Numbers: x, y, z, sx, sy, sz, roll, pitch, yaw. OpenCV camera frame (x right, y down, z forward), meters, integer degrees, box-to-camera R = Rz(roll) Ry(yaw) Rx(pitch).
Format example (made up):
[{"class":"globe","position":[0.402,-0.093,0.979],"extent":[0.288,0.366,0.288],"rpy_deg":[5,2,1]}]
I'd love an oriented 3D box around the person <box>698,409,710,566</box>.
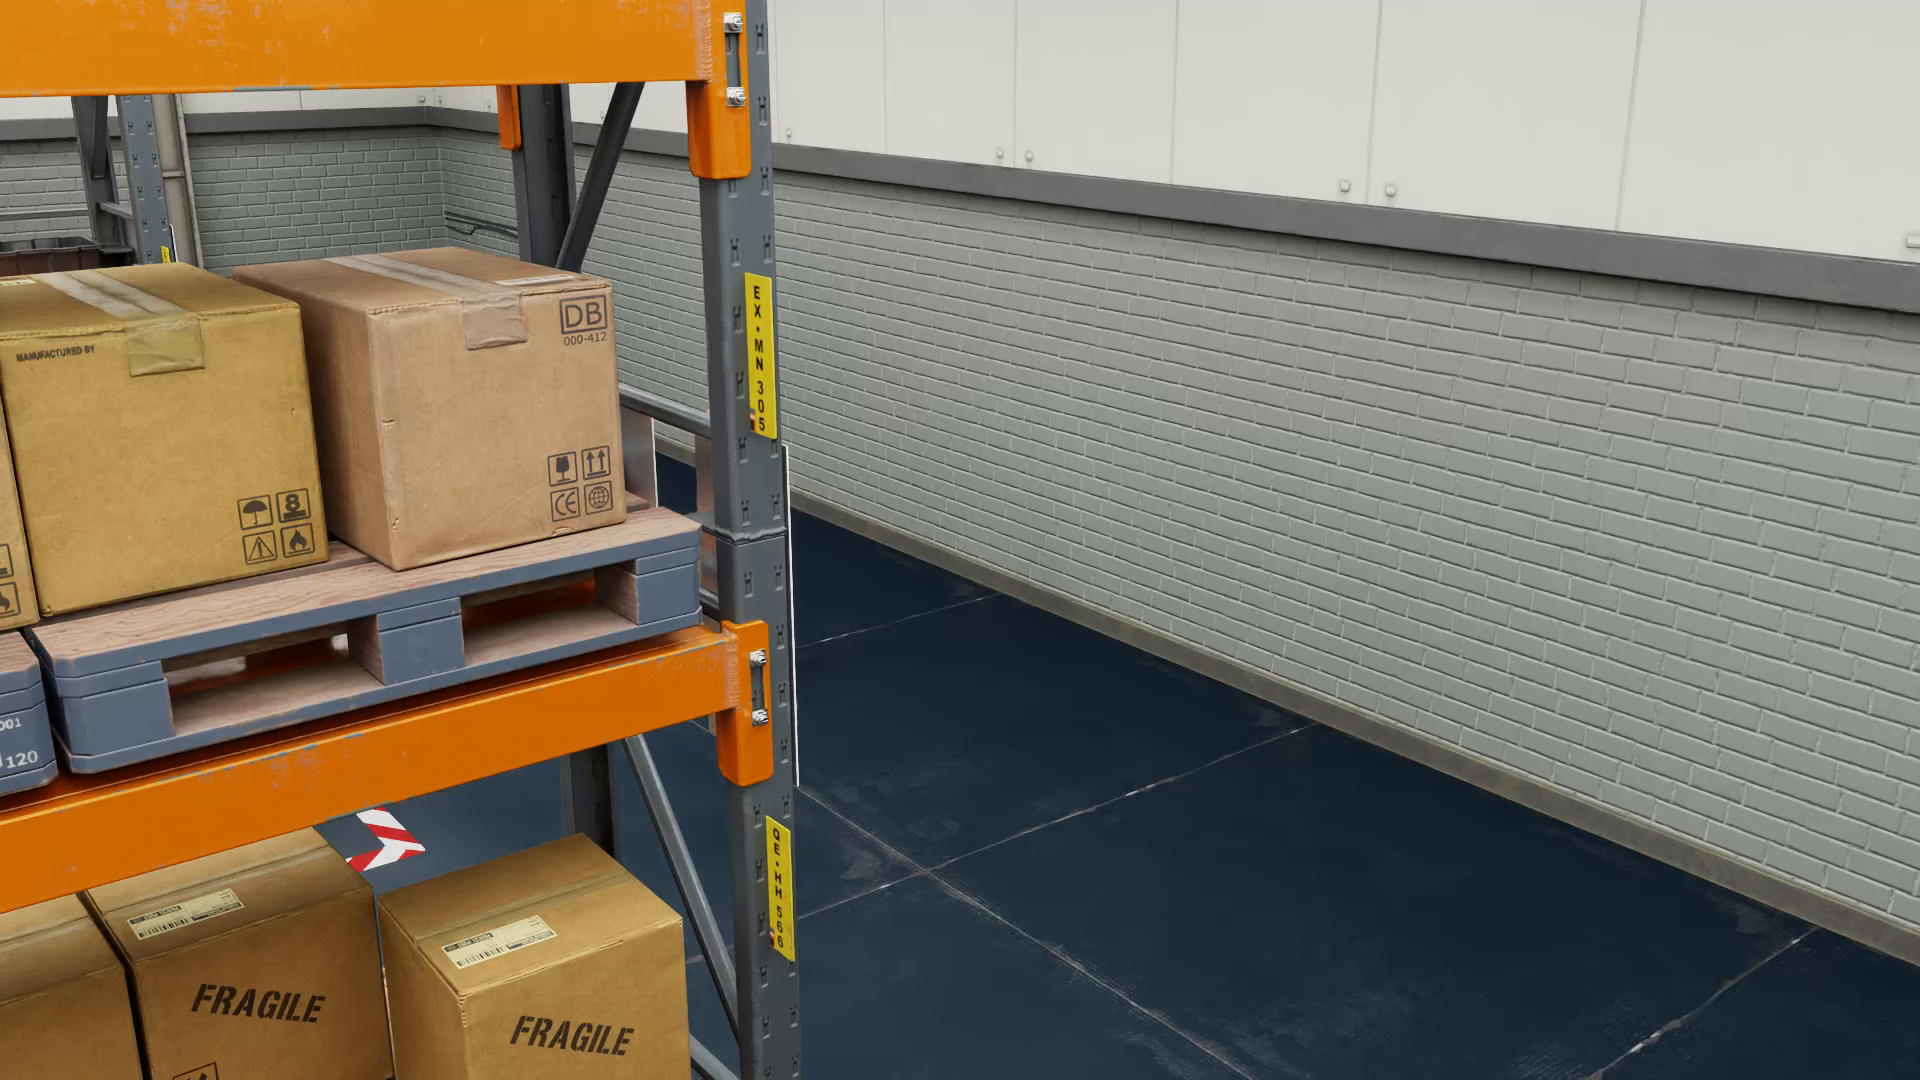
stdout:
[{"class":"person","position":[-1.470,-0.017,10.633],"extent":[0.428,1.772,0.642],"rpy_deg":[-15,23,-39]}]
